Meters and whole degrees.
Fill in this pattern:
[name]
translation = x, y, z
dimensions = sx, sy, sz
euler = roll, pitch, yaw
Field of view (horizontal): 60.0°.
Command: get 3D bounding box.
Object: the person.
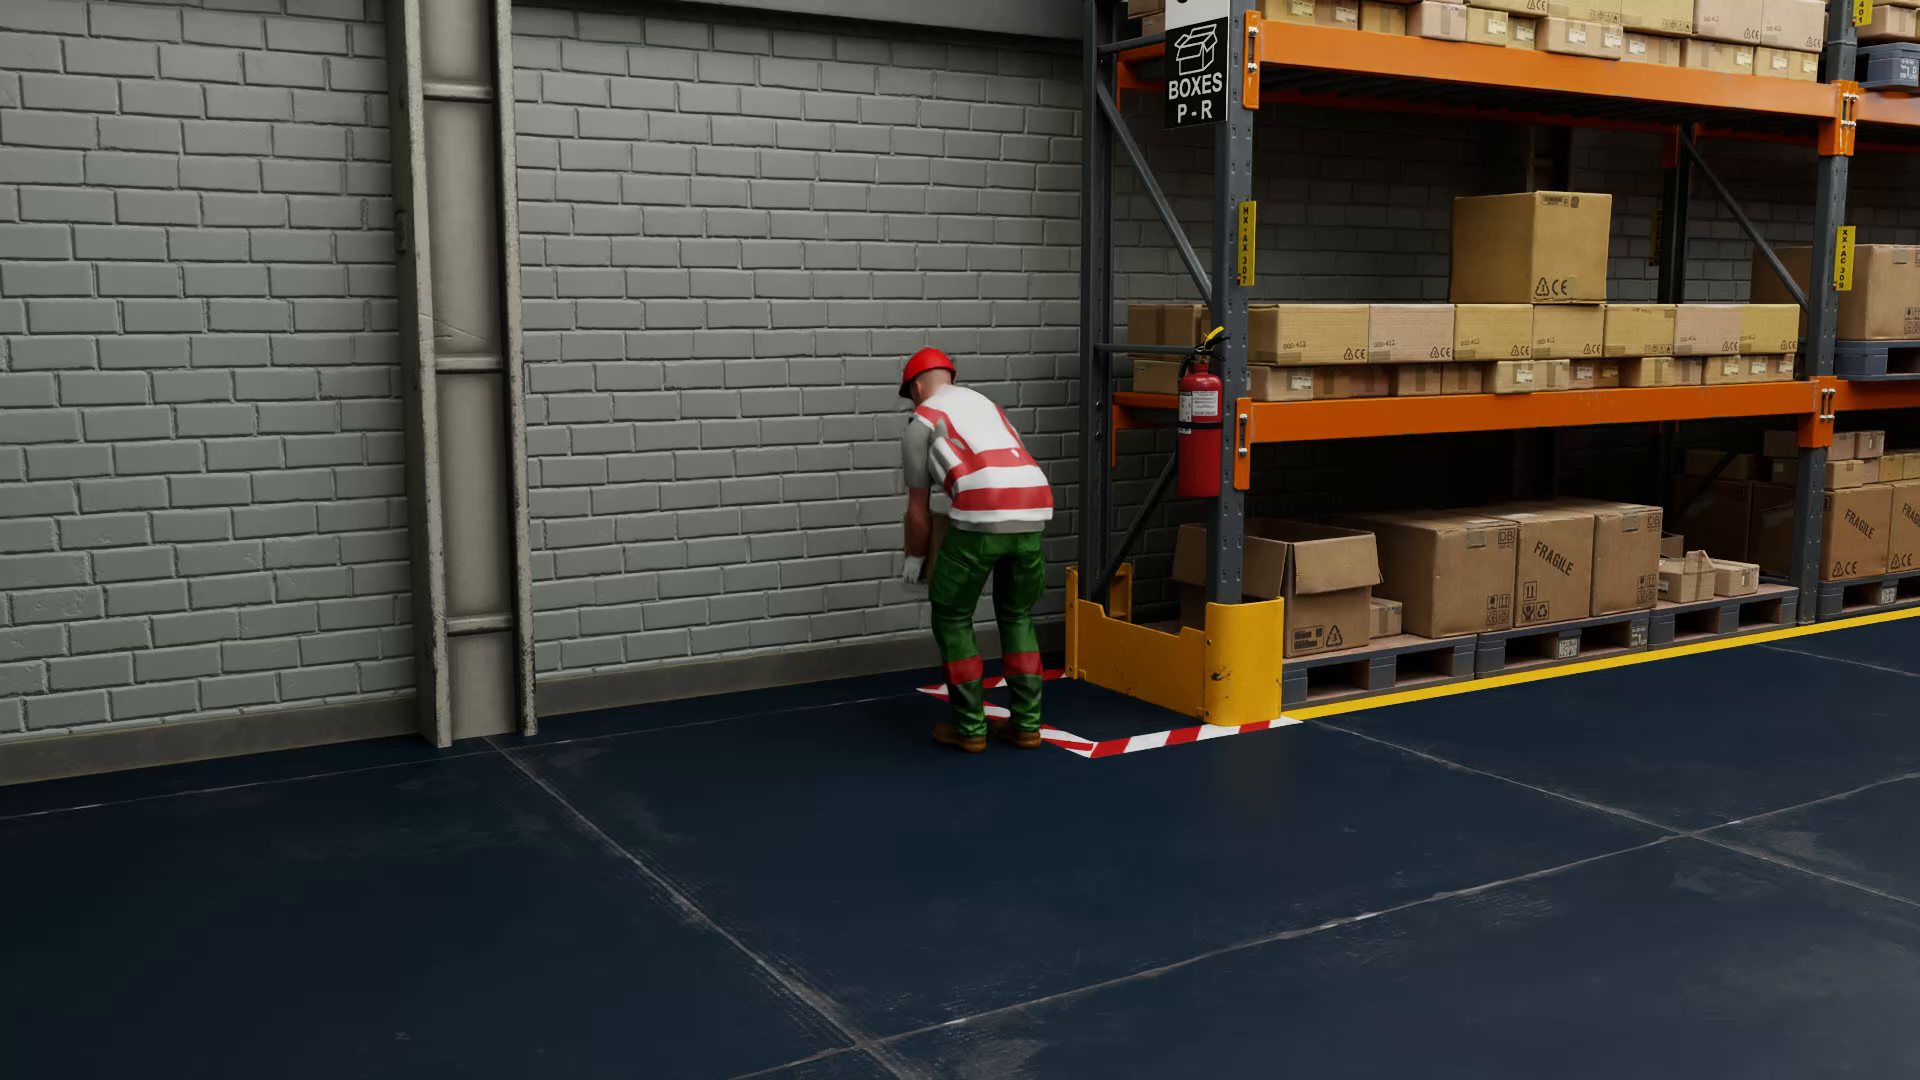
[person]
translation = 0.023, 0.020, 6.513
dimensions = 0.493, 1.528, 0.822
euler = -5, 9, -30
